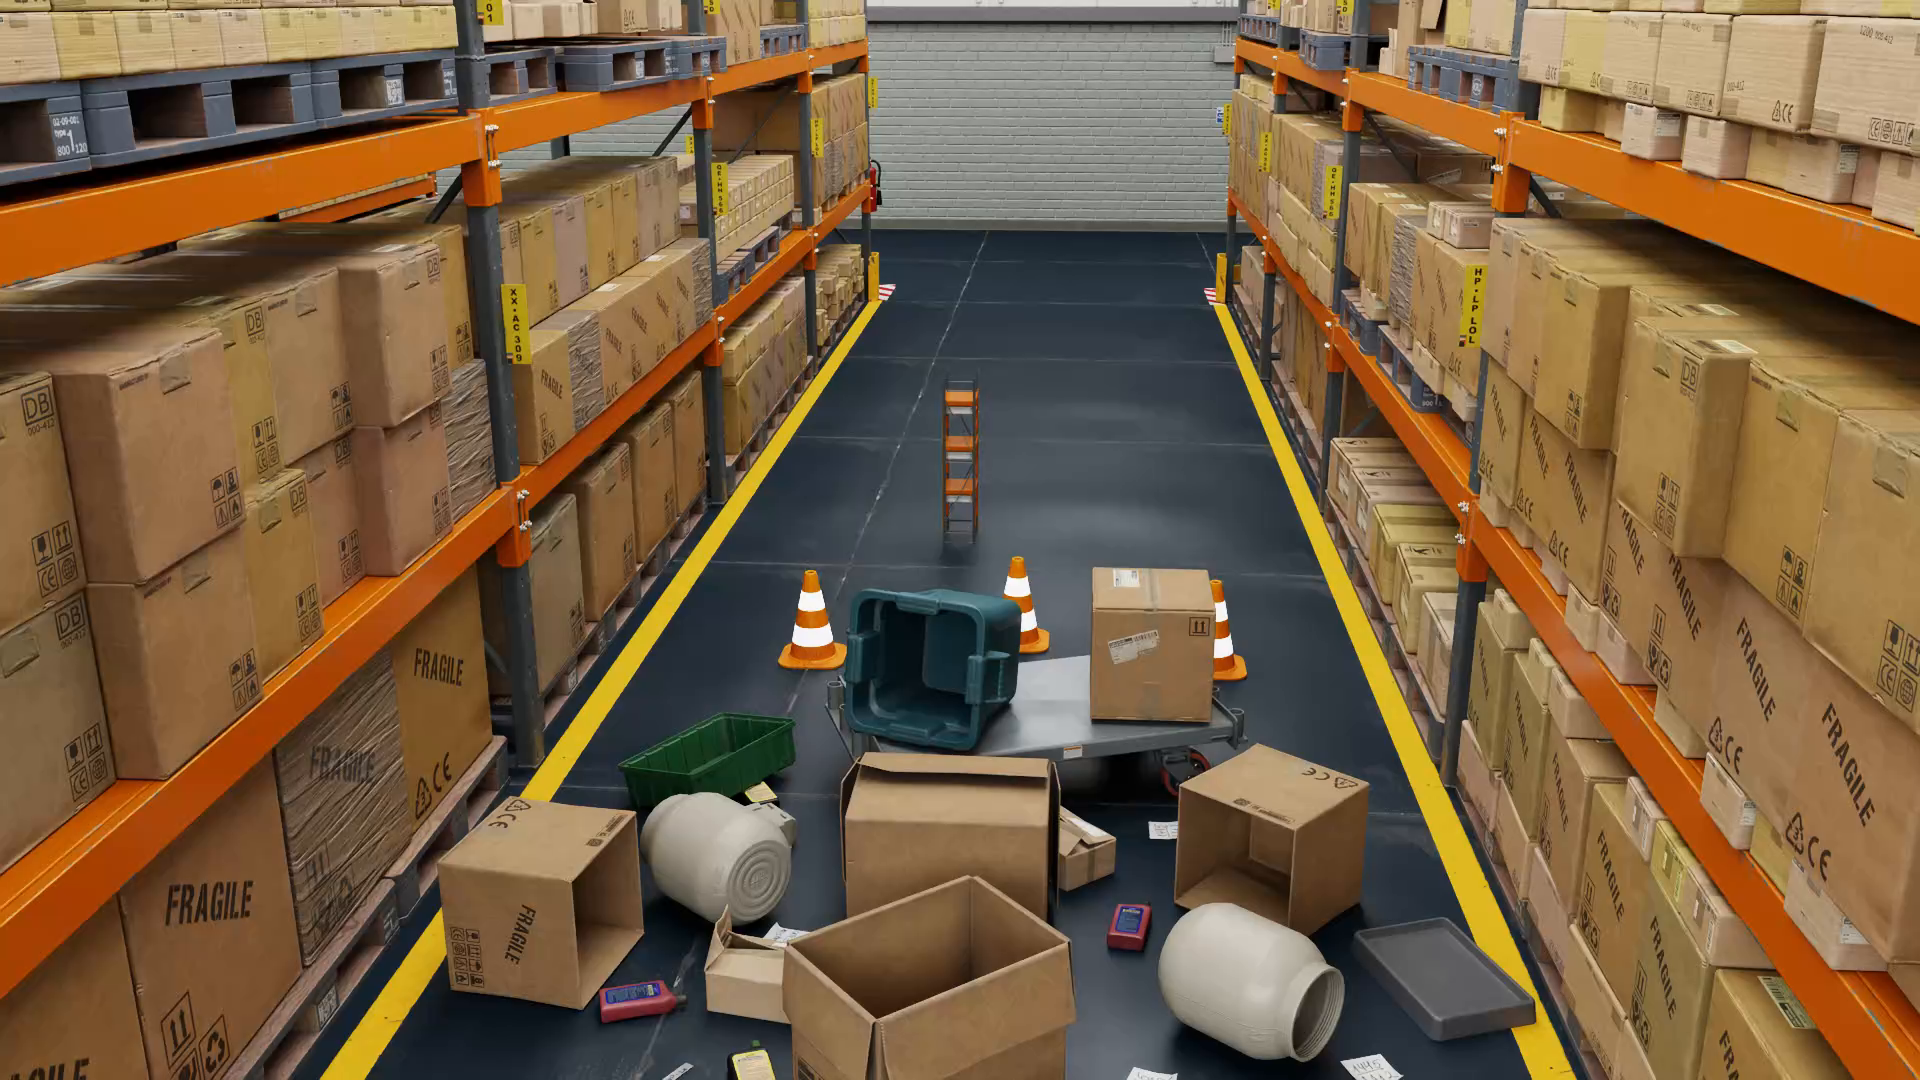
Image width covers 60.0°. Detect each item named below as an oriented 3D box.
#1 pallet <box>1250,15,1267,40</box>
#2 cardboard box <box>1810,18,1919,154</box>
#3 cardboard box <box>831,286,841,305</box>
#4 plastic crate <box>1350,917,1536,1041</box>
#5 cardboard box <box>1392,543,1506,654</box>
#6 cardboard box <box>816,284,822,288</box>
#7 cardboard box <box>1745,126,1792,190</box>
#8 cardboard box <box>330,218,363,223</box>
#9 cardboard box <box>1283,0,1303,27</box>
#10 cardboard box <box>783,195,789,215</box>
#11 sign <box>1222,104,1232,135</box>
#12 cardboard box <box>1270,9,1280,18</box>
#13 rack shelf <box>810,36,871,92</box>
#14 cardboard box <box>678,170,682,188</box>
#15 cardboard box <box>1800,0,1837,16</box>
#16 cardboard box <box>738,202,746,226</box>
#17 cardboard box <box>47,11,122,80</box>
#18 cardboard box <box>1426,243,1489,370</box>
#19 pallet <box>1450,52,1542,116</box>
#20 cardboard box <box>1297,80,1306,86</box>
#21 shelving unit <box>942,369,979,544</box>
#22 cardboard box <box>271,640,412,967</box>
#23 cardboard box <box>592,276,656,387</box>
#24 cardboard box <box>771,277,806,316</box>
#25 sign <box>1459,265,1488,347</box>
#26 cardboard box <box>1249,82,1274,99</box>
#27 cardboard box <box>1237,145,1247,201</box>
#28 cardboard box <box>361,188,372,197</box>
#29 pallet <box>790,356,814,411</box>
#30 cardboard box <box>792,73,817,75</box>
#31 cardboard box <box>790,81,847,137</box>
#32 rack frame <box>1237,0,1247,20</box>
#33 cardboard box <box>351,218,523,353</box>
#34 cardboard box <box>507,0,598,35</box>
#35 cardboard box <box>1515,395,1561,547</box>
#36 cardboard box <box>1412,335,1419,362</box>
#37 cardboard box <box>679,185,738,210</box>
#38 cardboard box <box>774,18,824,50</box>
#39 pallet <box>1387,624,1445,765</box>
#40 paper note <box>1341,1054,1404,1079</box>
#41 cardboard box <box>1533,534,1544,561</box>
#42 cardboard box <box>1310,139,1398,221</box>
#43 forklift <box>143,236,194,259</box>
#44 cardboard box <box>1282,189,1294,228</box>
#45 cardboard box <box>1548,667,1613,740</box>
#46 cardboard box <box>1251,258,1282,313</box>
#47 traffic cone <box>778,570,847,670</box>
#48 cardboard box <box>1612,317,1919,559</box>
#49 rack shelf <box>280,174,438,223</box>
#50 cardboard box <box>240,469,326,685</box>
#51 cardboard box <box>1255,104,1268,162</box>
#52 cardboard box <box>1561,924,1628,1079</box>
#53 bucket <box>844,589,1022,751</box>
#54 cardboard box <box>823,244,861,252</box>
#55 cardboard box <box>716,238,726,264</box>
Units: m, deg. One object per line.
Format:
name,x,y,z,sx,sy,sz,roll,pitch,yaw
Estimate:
pallet,3.319,-4.860,15.762,1.003,0.211,1.213,1,18,4
cardboard box,2.119,-0.934,3.403,0.500,0.250,0.500,1,18,3
cardboard box,-1.382,-2.418,16.412,0.380,0.149,0.250,1,18,3
plastic crate,1.656,1.497,5.727,0.402,0.080,0.583,-5,19,-15
cardboard box,2.670,0.303,8.228,0.950,0.372,0.625,2,18,7
cardboard box,-1.505,-2.318,15.628,0.380,0.149,0.250,1,18,3
cardboard box,2.166,-0.938,4.055,0.380,0.149,0.250,1,18,2
cardboard box,-6.533,-2.739,16.701,0.875,0.875,0.875,1,18,4
cardboard box,2.808,-4.250,12.924,0.500,0.500,0.500,1,18,3
cardboard box,-1.633,-2.796,13.867,0.380,0.149,0.250,1,18,4
sign,2.894,-4.550,17.975,0.100,0.325,0.005,1,18,4
cardboard box,2.887,-4.659,14.388,0.396,0.266,0.258,2,18,6
rack shelf,-1.641,-4.629,16.070,1.077,0.370,4.000,1,18,4
cardboard box,-2.363,-2.773,12.843,0.380,0.149,0.250,2,18,6
cardboard box,2.226,-1.308,3.902,0.380,0.149,0.250,1,18,2
cardboard box,-1.766,-2.372,12.095,0.380,0.149,0.250,1,18,4
cardboard box,-2.228,-1.163,3.906,0.380,0.149,0.250,1,18,4
cardboard box,2.425,-1.051,7.501,0.500,0.500,0.500,1,18,4
pallet,2.737,-1.886,6.845,1.213,0.211,1.003,1,18,4
cardboard box,3.544,-4.484,16.481,0.380,0.149,0.250,1,18,3
shelving unit,0.004,-0.516,10.310,0.215,1.050,0.252,1,18,4
cardboard box,-2.534,0.845,5.766,0.875,0.875,0.875,1,18,4
cardboard box,-1.941,-1.114,8.844,0.500,0.500,0.500,2,18,5
cardboard box,-1.586,-2.055,14.013,0.500,0.250,0.500,1,18,2
sign,2.033,-0.922,6.559,0.100,0.325,0.005,1,18,4
cardboard box,2.992,-4.333,16.022,0.380,0.149,0.250,1,18,3
cardboard box,3.063,-3.677,16.666,0.500,0.500,0.500,1,18,4
cardboard box,-6.244,-3.596,16.984,0.380,0.149,0.250,2,18,5
pallet,-1.839,-1.357,14.225,1.003,0.211,1.213,1,18,4
cardboard box,-1.795,-4.697,17.696,0.500,0.500,0.500,1,18,4
cardboard box,-1.382,-4.199,16.177,0.500,0.500,0.500,1,18,2
rack frame,3.447,-6.938,17.145,1.000,3.000,0.127,1,18,4
cardboard box,-2.328,-1.116,7.246,0.700,0.500,0.500,1,18,3
cardboard box,-2.012,-2.624,8.178,0.396,0.266,0.258,1,18,4
cardboard box,2.264,-0.262,5.768,0.500,0.500,0.500,1,18,4
cardboard box,2.436,-0.923,8.151,0.380,0.149,0.250,1,18,4
cardboard box,-1.787,-2.426,11.782,0.380,0.149,0.250,1,18,2
cardboard box,-1.488,-4.416,14.506,0.500,0.250,0.500,2,18,7
pallet,2.641,0.723,7.877,1.003,0.211,1.213,1,18,4
paper note,1.305,1.674,5.264,0.142,0.019,0.148,-5,19,-15
cardboard box,2.289,0.013,5.971,0.380,0.149,0.250,1,18,4
cardboard box,2.678,-2.451,11.320,0.500,0.500,0.500,2,18,5
forklift,-4.790,-1.057,8.941,1.130,2.935,3.031,1,18,4
cardboard box,2.775,-2.562,12.863,0.500,0.250,0.500,2,18,5
cardboard box,2.155,0.540,5.452,0.380,0.149,0.250,2,18,7
cardboard box,3.442,-2.578,16.912,0.875,0.438,0.875,2,18,5
traffic cone,-0.756,0.383,8.510,0.336,0.463,0.334,1,18,4
cardboard box,2.096,-0.263,4.165,0.700,0.500,0.500,1,18,3
rack shelf,-6.581,-3.345,16.971,1.077,0.370,4.000,1,18,4
cardboard box,-2.483,0.108,5.037,0.875,0.550,0.500,1,18,4
cardboard box,2.963,-3.678,15.063,0.500,0.500,0.500,1,18,3
cardboard box,2.167,1.409,5.048,0.500,0.250,0.500,1,18,2
bucket,-0.068,0.488,6.933,0.726,0.611,0.620,8,10,23
cardboard box,-1.283,-3.124,18.087,0.380,0.149,0.250,1,18,5
cardboard box,-1.818,-1.980,11.376,0.380,0.149,0.250,2,18,7
